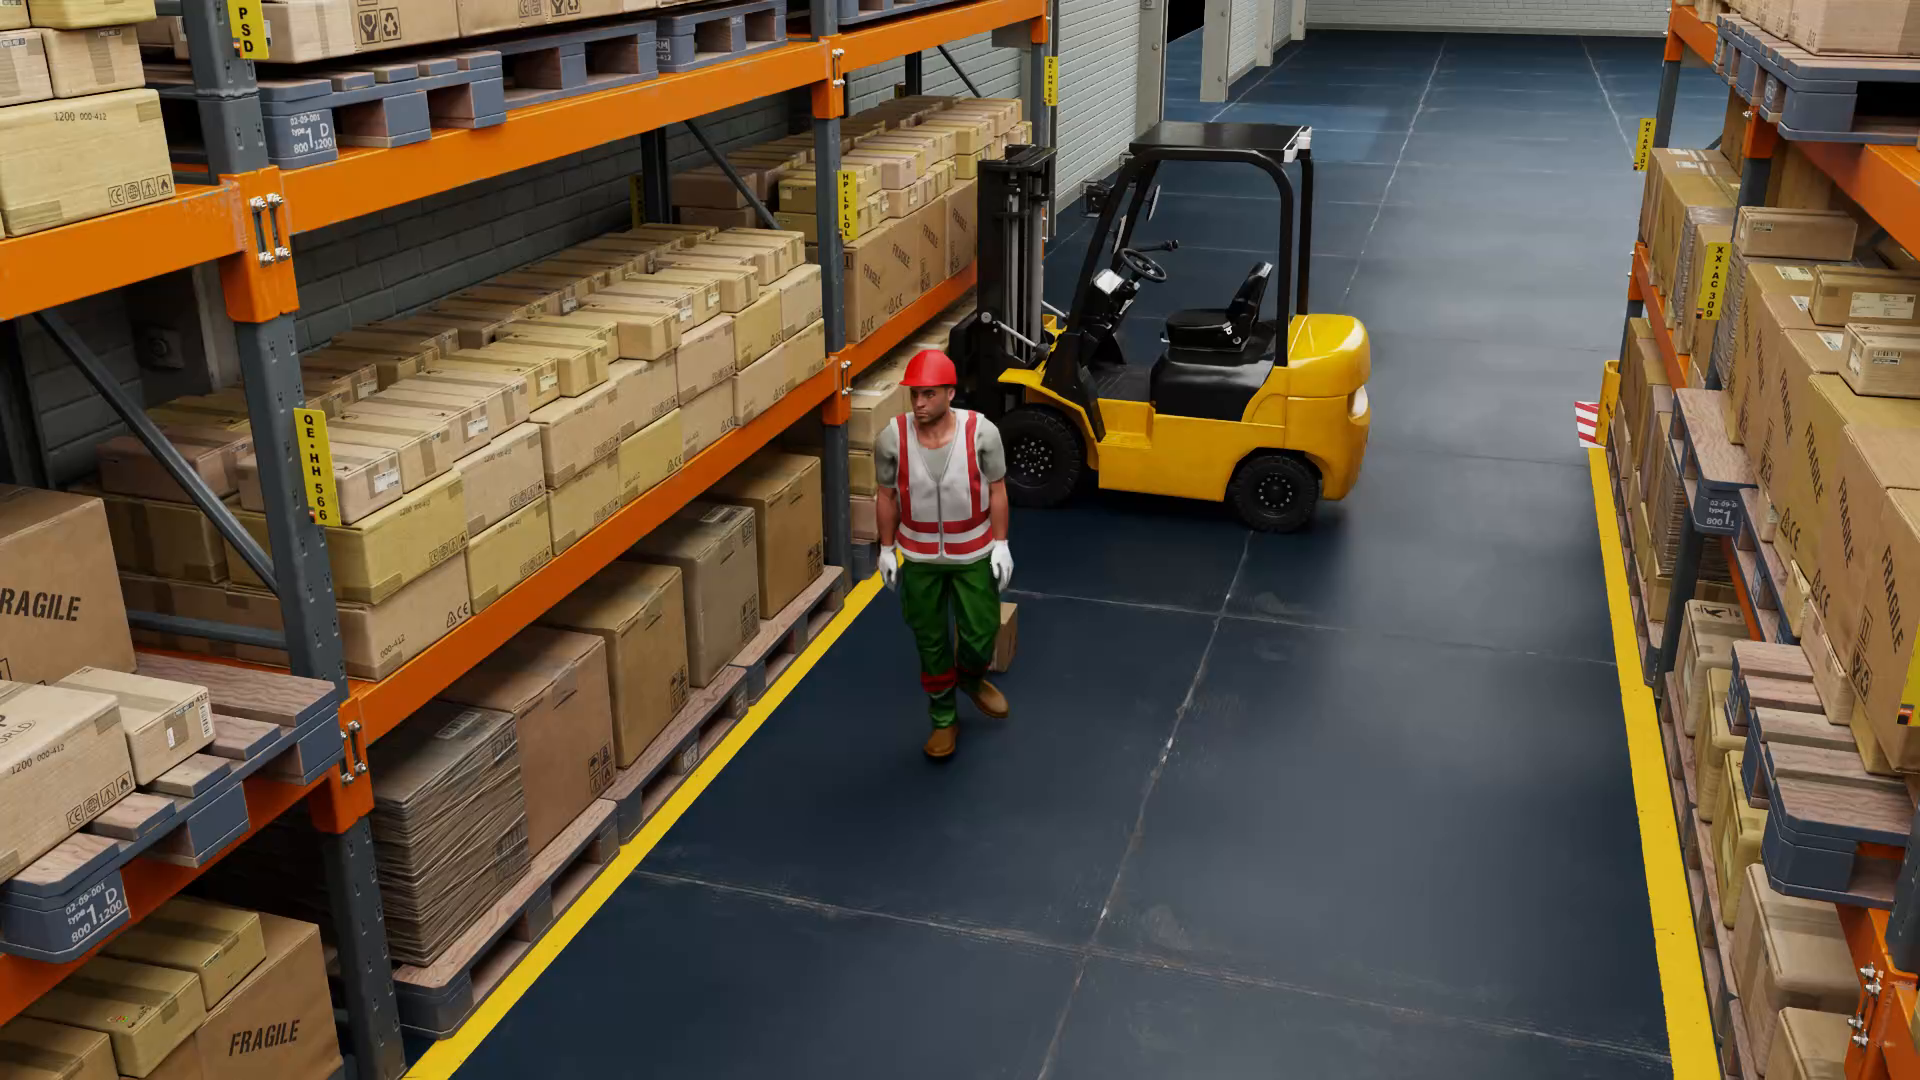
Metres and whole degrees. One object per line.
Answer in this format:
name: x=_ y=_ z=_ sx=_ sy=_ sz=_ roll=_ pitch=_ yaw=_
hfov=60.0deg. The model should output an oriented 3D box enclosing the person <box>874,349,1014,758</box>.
person: x=-0.060 y=0.045 z=6.920 sx=0.572 sy=1.784 sz=0.558 roll=2 pitch=22 yaw=5
